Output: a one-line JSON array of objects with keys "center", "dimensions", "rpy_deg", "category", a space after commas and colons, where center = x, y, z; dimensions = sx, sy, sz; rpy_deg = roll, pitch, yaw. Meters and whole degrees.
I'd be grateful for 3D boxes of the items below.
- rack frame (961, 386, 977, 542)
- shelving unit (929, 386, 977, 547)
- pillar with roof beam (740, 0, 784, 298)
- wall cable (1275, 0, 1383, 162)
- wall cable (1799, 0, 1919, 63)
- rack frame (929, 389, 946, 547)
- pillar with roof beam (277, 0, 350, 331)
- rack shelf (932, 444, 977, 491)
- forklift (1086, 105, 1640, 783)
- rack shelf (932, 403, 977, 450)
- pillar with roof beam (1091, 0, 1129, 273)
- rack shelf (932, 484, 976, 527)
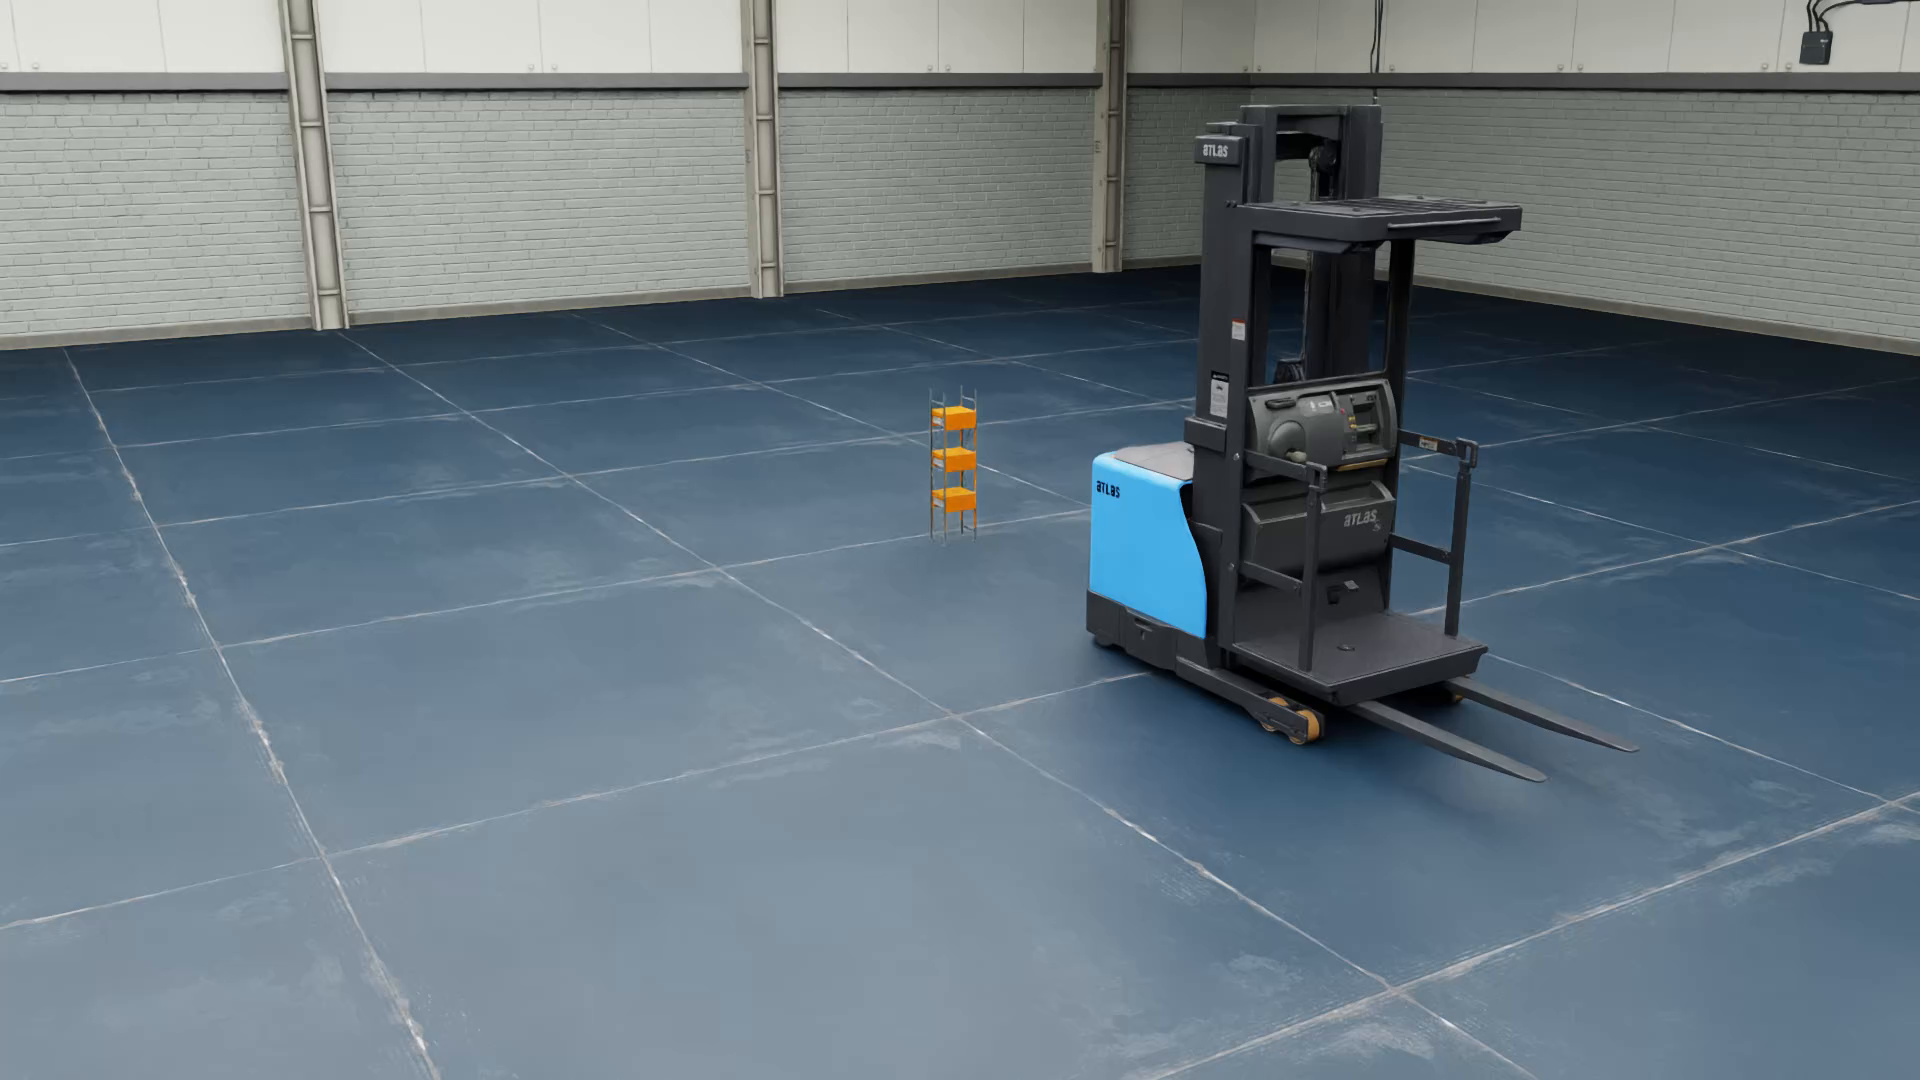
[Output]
[{"center": [0.059, -0.515, 11.302], "dimensions": [0.008, 1.050, 0.200], "rpy_deg": [-9, 18, -30], "category": "rack frame"}, {"center": [-0.046, -0.498, 11.242], "dimensions": [0.252, 1.050, 0.215], "rpy_deg": [-9, 18, -30], "category": "shelving unit"}, {"center": [-0.557, -6.839, 19.134], "dimensions": [0.400, 9.000, 9.100], "rpy_deg": [-9, 18, -30], "category": "pillar with roof beam"}, {"center": [5.575, -7.277, 26.451], "dimensions": [0.112, 2.526, 3.097], "rpy_deg": [-9, 18, -30], "category": "wall cable"}, {"center": [10.451, -8.211, 17.729], "dimensions": [0.169, 6.003, 2.305], "rpy_deg": [-9, 18, -30], "category": "wall cable"}, {"center": [-0.150, -0.481, 11.181], "dimensions": [0.008, 1.050, 0.200], "rpy_deg": [-9, 18, -30], "category": "rack frame"}, {"center": [-5.700, -6.005, 16.159], "dimensions": [0.400, 9.000, 9.100], "rpy_deg": [-9, 18, -30], "category": "pillar with roof beam"}, {"center": [-0.046, -0.488, 11.244], "dimensions": [0.240, 0.259, 0.215], "rpy_deg": [-9, 18, -30], "category": "rack shelf"}, {"center": [1.912, -0.578, 8.042], "dimensions": [1.130, 2.935, 3.031], "rpy_deg": [-9, 18, -30], "category": "forklift"}, {"center": [-0.046, -0.761, 11.168], "dimensions": [0.240, 0.259, 0.215], "rpy_deg": [-9, 18, -30], "category": "rack shelf"}, {"center": [4.586, -7.673, 22.109], "dimensions": [0.400, 9.000, 9.100], "rpy_deg": [-9, 18, -30], "category": "pillar with roof beam"}, {"center": [-0.046, -0.220, 11.319], "dimensions": [0.240, 0.259, 0.215], "rpy_deg": [-9, 18, -30], "category": "rack shelf"}]
